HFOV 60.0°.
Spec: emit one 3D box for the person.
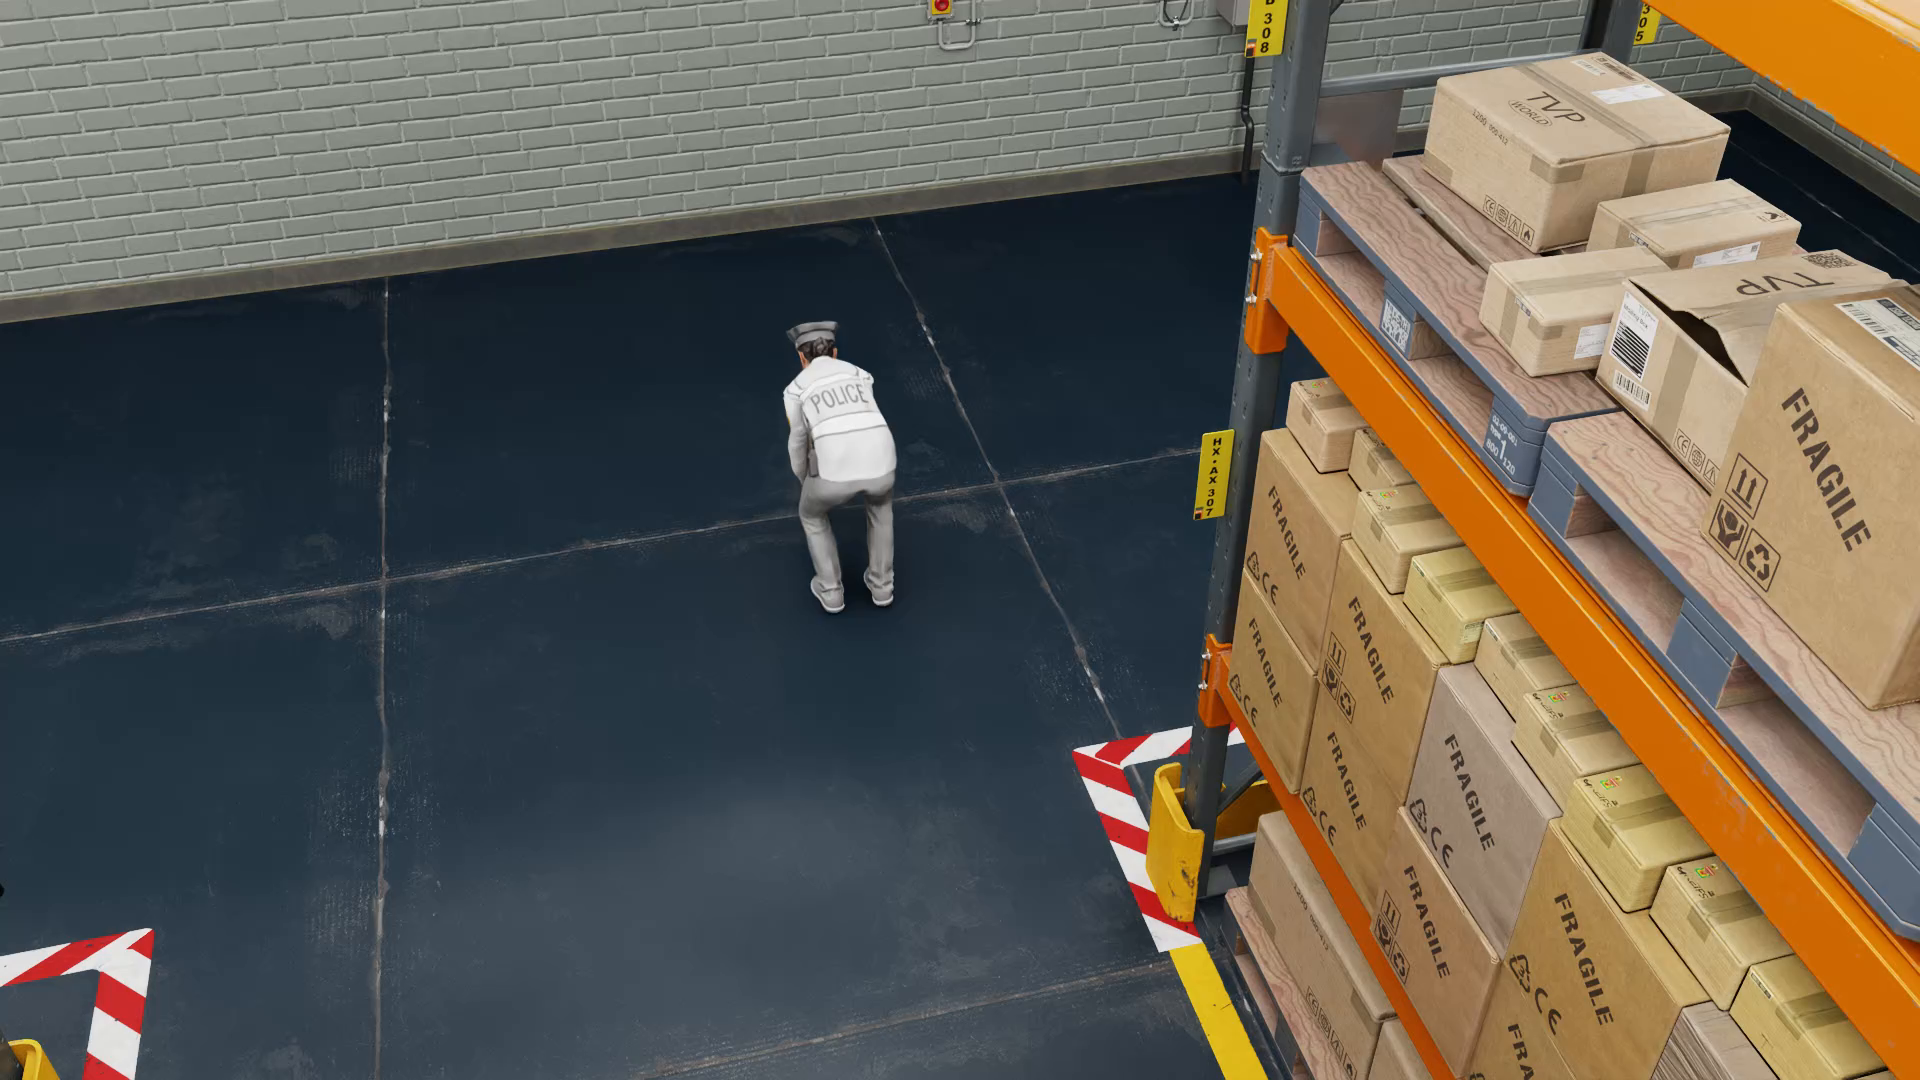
[{"bbox_3d":[-0.550,-0.332,7.521,0.432,1.185,0.908,-11,40,-14],"label":"person"}]
